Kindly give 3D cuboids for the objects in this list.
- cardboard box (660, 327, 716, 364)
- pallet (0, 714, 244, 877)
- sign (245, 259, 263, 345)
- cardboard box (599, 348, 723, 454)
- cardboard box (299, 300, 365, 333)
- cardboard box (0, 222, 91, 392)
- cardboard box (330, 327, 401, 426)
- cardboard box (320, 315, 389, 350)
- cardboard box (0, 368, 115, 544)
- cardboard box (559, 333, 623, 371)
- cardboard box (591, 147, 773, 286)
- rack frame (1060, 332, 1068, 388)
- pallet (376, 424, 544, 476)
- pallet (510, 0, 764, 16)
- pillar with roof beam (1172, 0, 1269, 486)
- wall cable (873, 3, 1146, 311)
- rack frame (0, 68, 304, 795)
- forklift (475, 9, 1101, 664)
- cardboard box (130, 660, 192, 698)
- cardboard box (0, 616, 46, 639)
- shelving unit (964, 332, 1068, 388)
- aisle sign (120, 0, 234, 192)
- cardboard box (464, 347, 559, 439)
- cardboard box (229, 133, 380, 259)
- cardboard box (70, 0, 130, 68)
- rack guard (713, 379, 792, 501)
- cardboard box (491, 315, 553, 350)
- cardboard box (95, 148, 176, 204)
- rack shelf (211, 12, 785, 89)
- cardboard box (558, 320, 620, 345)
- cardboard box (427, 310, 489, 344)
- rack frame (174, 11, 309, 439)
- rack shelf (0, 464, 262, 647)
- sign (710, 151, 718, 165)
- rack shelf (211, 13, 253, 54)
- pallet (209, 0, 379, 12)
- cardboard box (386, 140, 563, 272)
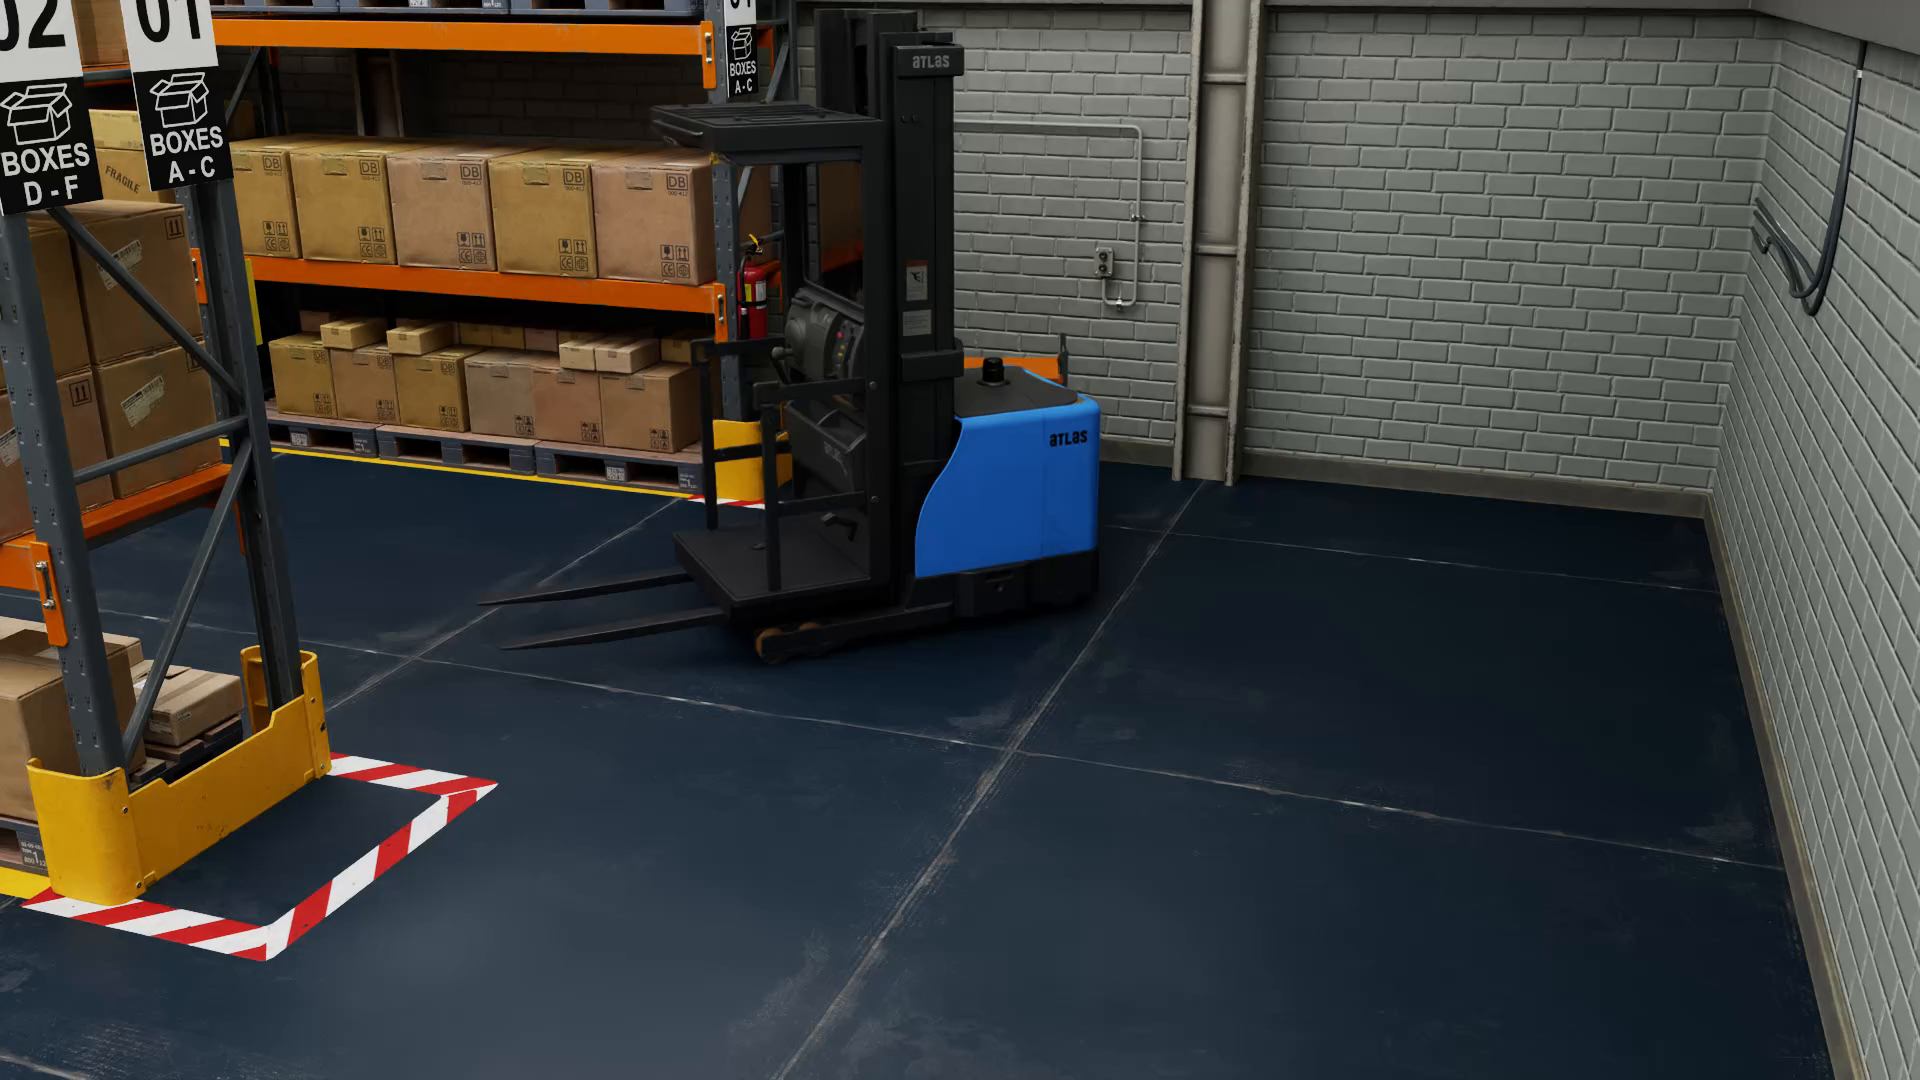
[{"bbox_3d":[-1.746,-1.268,10.832,0.250,0.149,0.380,7,20,18],"label":"cardboard box"},{"bbox_3d":[-3.683,0.913,6.638,1.213,0.211,1.003,7,20,18],"label":"pallet"},{"bbox_3d":[-2.680,-0.888,6.250,0.005,0.325,0.100,7,20,18],"label":"sign"},{"bbox_3d":[-1.930,-0.913,10.799,0.500,0.500,0.700,7,20,18],"label":"cardboard box"},{"bbox_3d":[-4.413,-1.572,11.703,0.250,0.149,0.380,6,20,18],"label":"cardboard box"},{"bbox_3d":[-3.369,-0.792,5.620,0.500,0.500,0.500,6,20,18],"label":"cardboard box"},{"bbox_3d":[-3.868,-1.133,11.429,0.500,0.500,0.700,6,20,18],"label":"cardboard box"},{"bbox_3d":[-4.078,-1.401,11.212,0.250,0.149,0.380,7,20,20],"label":"cardboard box"},{"bbox_3d":[-3.370,-0.321,5.788,0.500,0.500,0.500,7,20,20],"label":"cardboard box"},{"bbox_3d":[-2.353,-1.204,10.648,0.250,0.149,0.380,7,20,20],"label":"cardboard box"},{"bbox_3d":[-1.721,-2.044,10.428,0.700,0.700,0.980,7,21,21],"label":"cardboard box"},{"bbox_3d":[0.587,-0.585,9.546,0.032,1.125,0.500,1,19,2],"label":"rack frame"},{"bbox_3d":[-3.165,-0.728,11.345,1.213,0.211,1.003,7,20,18],"label":"pallet"},{"bbox_3d":[-1.940,-3.302,10.070,1.213,0.211,1.003,7,20,18],"label":"pallet"},{"bbox_3d":[0.186,-3.322,5.436,0.400,9.000,9.100,7,20,18],"label":"pillar with roof beam"},{"bbox_3d":[0.284,-2.486,10.608,1.851,1.984,0.084,7,20,18],"label":"wall cable"},{"bbox_3d":[-2.858,-0.310,5.909,0.127,3.000,1.000,7,20,18],"label":"rack frame"},{"bbox_3d":[-0.841,-0.993,7.971,3.031,2.935,1.130,-9,21,-24],"label":"forklift"},{"bbox_3d":[-3.377,0.641,6.817,0.250,0.166,0.380,7,20,18],"label":"cardboard box"},{"bbox_3d":[-4.223,0.526,7.020,0.500,0.250,0.500,7,20,18],"label":"cardboard box"},{"bbox_3d":[0.079,-0.591,9.562,1.048,1.125,0.538,1,19,2],"label":"shelving unit"},{"bbox_3d":[-2.697,-1.622,5.722,0.004,0.787,0.394,7,20,18],"label":"aisle sign"},{"bbox_3d":[-2.878,-1.021,11.109,0.500,0.500,0.700,6,20,16],"label":"cardboard box"},{"bbox_3d":[-4.507,-2.361,11.336,0.700,0.700,0.980,7,20,19],"label":"cardboard box"},{"bbox_3d":[-3.260,-1.790,5.826,0.500,0.250,0.500,7,20,18],"label":"cardboard box"},{"bbox_3d":[-1.213,-0.668,10.733,0.348,0.500,1.175,7,20,18],"label":"rack guard"},{"bbox_3d":[-2.944,-1.405,11.223,0.250,0.149,0.380,7,20,19],"label":"cardboard box"},{"bbox_3d":[-5.533,-2.451,11.418,0.500,0.500,0.500,6,20,17],"label":"cardboard box"},{"bbox_3d":[-3.125,-3.144,10.573,4.000,0.370,1.077,7,20,18],"label":"rack shelf"},{"bbox_3d":[-2.461,-1.350,11.066,0.250,0.149,0.380,7,20,19],"label":"cardboard box"},{"bbox_3d":[-3.428,-1.460,11.381,0.250,0.149,0.380,7,20,19],"label":"cardboard box"},{"bbox_3d":[-5.014,-2.283,11.568,0.127,3.000,1.000,7,20,18],"label":"rack frame"},{"bbox_3d":[-4.747,-0.187,6.647,4.000,0.370,1.077,7,20,18],"label":"rack shelf"},{"bbox_3d":[-1.427,-2.342,9.619,0.005,0.325,0.100,7,20,18],"label":"sign"},{"bbox_3d":[-6.904,-3.576,11.813,4.000,0.370,1.077,7,20,18],"label":"rack shelf"},{"bbox_3d":[-4.245,-3.566,10.826,1.213,0.211,1.003,7,20,18],"label":"pallet"},{"bbox_3d":[-3.129,-2.205,10.888,0.700,0.700,0.980,6,20,15],"label":"cardboard box"}]
